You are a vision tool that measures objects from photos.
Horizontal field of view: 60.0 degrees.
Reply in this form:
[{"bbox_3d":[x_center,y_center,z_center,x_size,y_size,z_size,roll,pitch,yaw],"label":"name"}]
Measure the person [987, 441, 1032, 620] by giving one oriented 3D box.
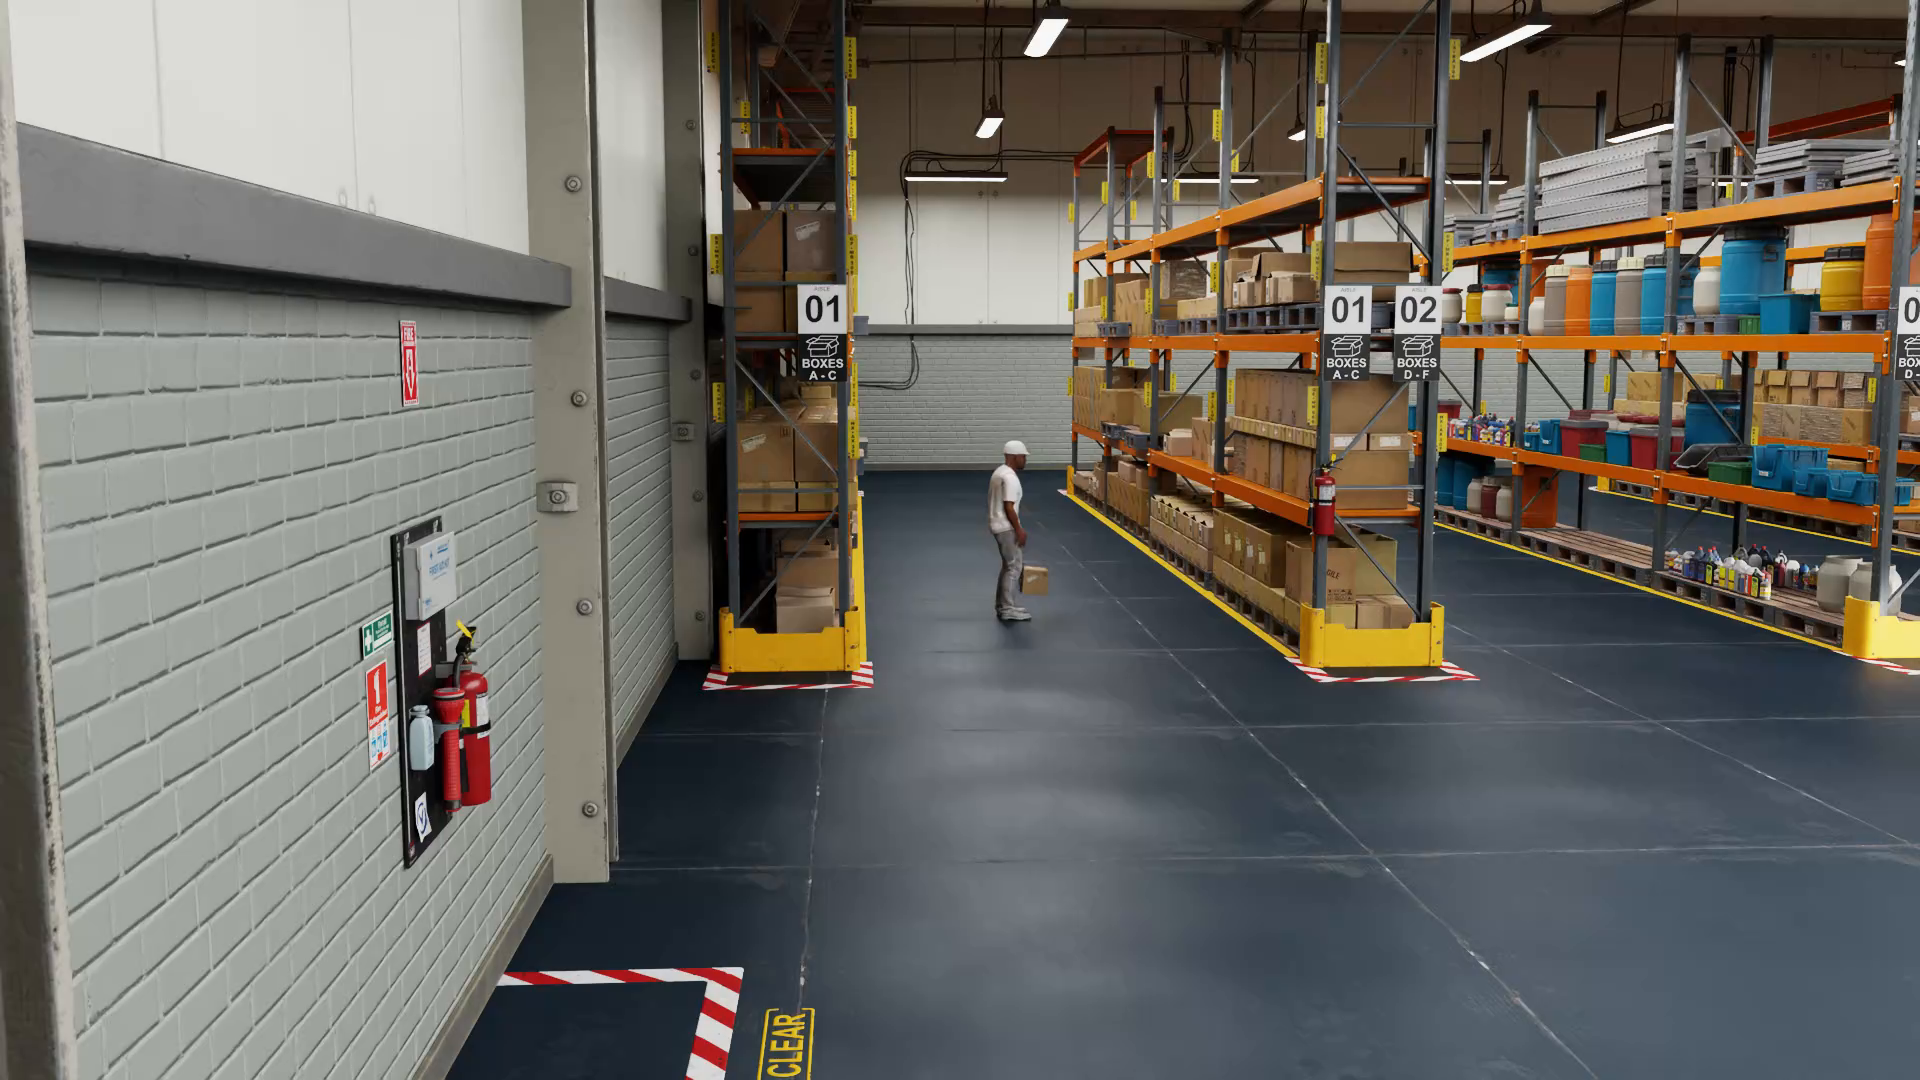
[{"bbox_3d":[0.495,-0.106,16.544,0.435,1.763,0.597,-1,7,-5],"label":"person"}]
